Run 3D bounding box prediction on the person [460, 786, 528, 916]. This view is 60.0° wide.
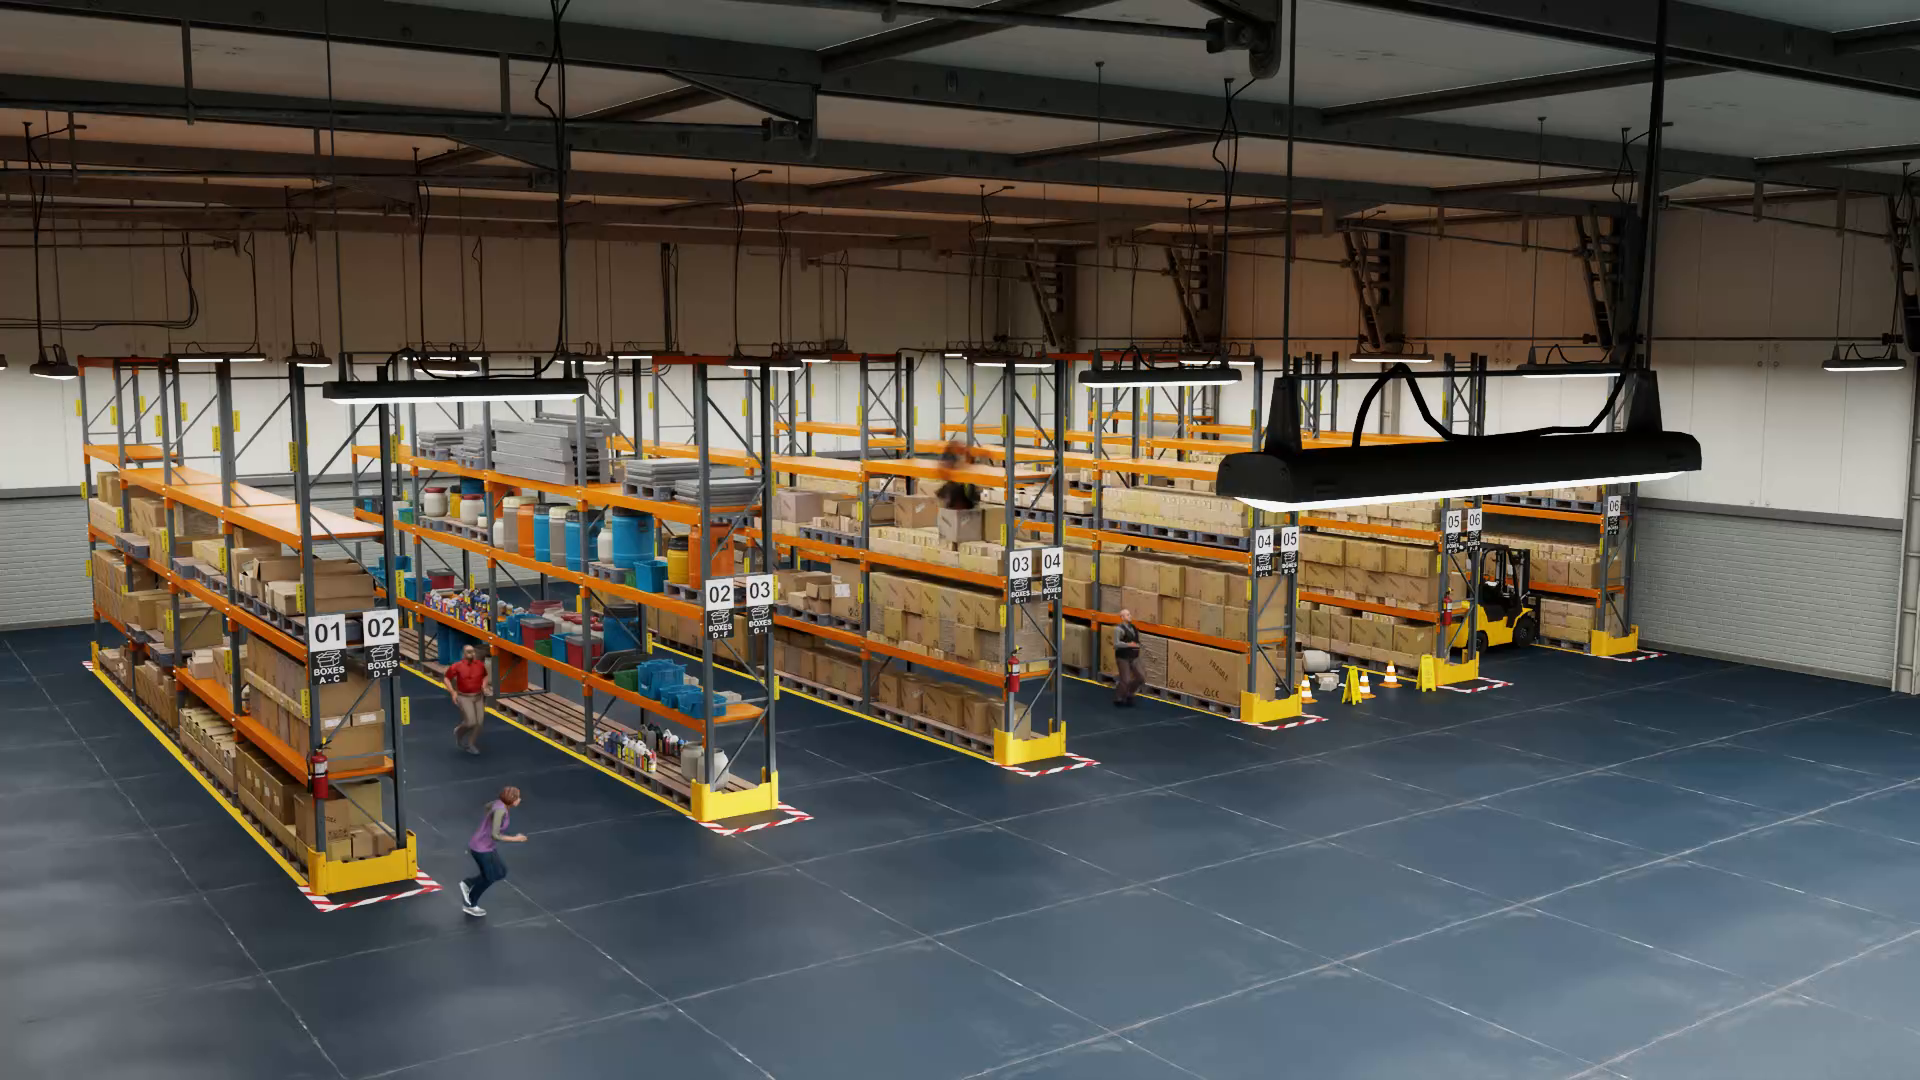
[{"bbox_3d":[-5.138,3.412,18.349,0.758,1.445,0.543,-1,7,-5],"label":"person"}]

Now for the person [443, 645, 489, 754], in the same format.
[{"bbox_3d":[-7.446,2.432,25.326,0.658,1.682,0.591,-7,10,-43],"label":"person"}]

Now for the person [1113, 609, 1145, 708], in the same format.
[{"bbox_3d":[2.907,2.043,28.453,0.642,1.717,0.647,-6,9,-40],"label":"person"}]
